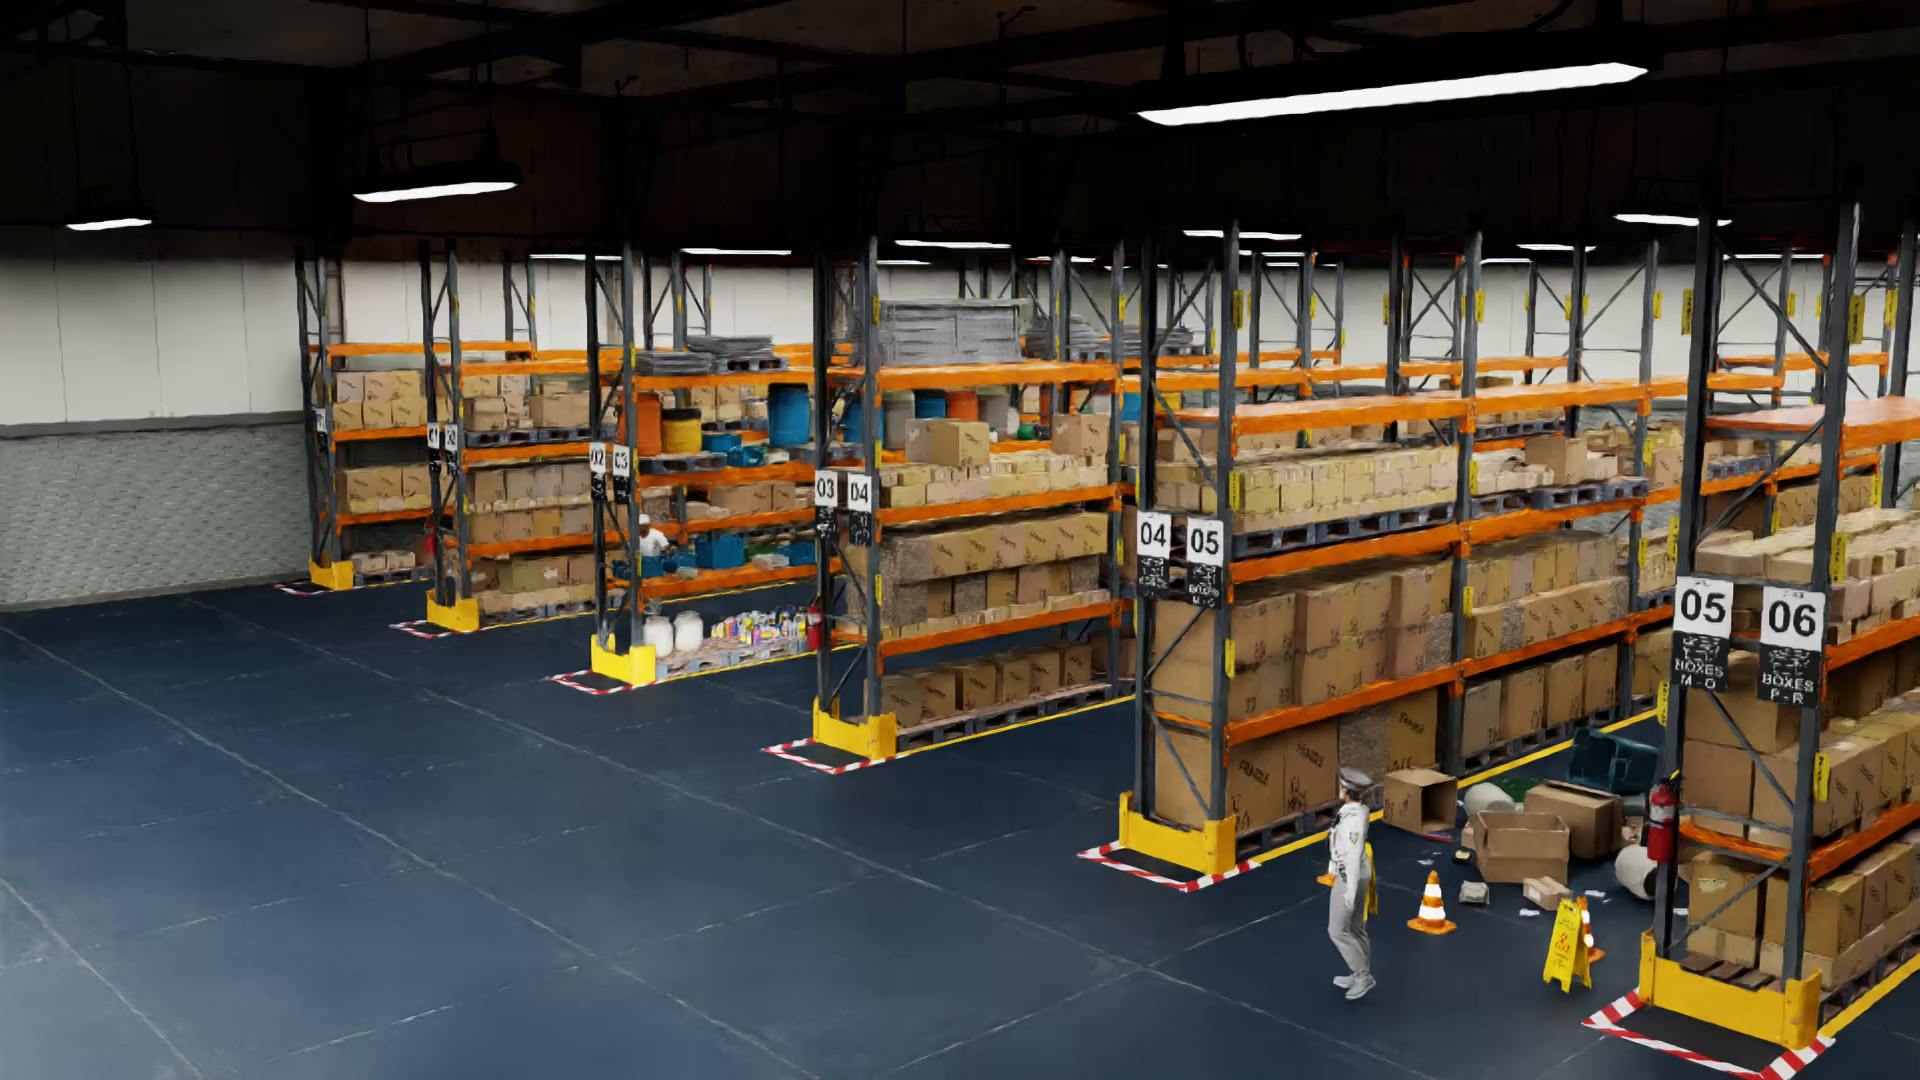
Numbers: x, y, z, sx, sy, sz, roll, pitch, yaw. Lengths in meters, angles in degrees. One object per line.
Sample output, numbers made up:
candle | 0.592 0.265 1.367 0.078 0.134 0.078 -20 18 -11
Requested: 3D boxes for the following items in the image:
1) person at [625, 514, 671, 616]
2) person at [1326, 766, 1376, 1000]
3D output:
person | -4.978 0.410 26.680 0.711 1.695 0.815 4 9 28
person | 2.918 2.536 12.357 0.390 1.669 0.577 3 9 19
